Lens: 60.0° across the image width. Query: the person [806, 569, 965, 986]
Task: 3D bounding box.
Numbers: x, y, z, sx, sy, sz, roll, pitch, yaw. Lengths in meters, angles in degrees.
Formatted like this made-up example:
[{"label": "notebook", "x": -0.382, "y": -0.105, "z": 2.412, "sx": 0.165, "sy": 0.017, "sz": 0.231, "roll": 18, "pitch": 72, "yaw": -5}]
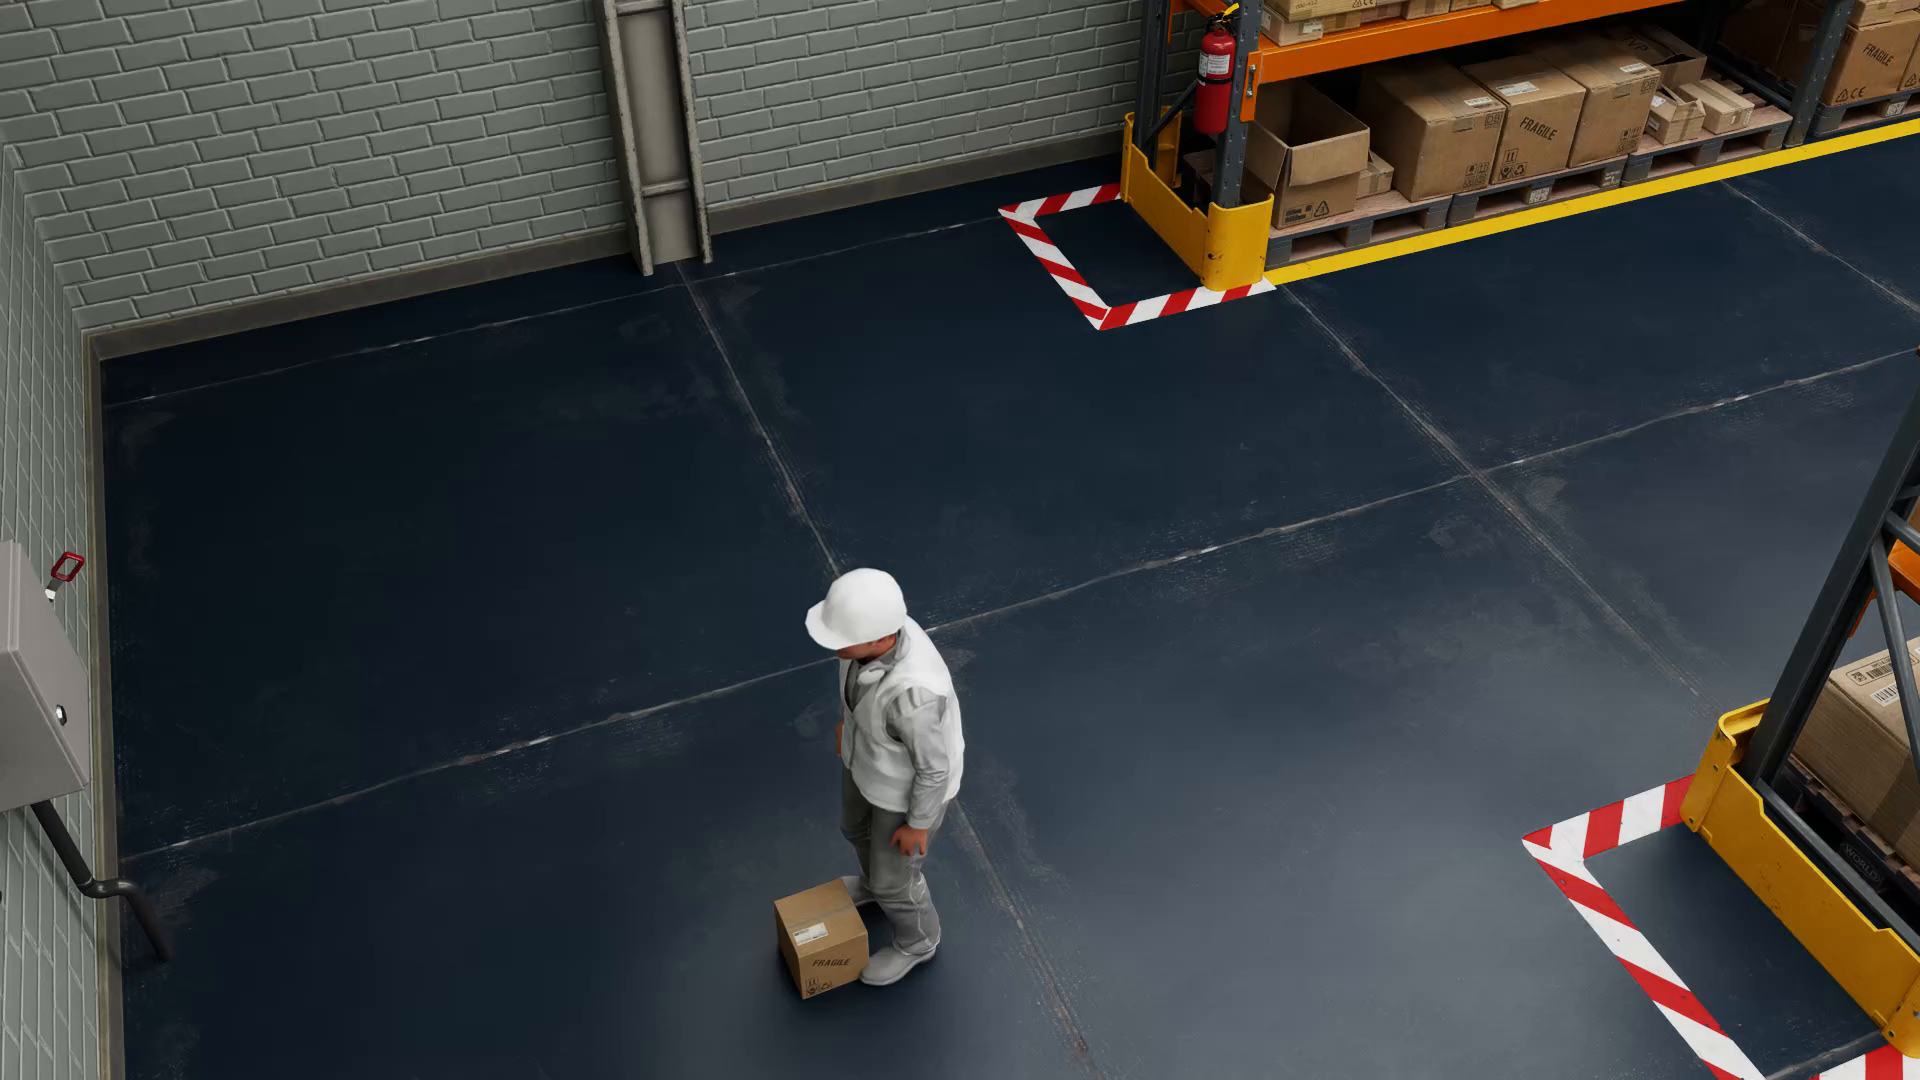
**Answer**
[{"label": "person", "x": -0.233, "y": 0.735, "z": 5.308, "sx": 0.463, "sy": 1.770, "sz": 0.584, "roll": -18, "pitch": 44, "yaw": -19}]
